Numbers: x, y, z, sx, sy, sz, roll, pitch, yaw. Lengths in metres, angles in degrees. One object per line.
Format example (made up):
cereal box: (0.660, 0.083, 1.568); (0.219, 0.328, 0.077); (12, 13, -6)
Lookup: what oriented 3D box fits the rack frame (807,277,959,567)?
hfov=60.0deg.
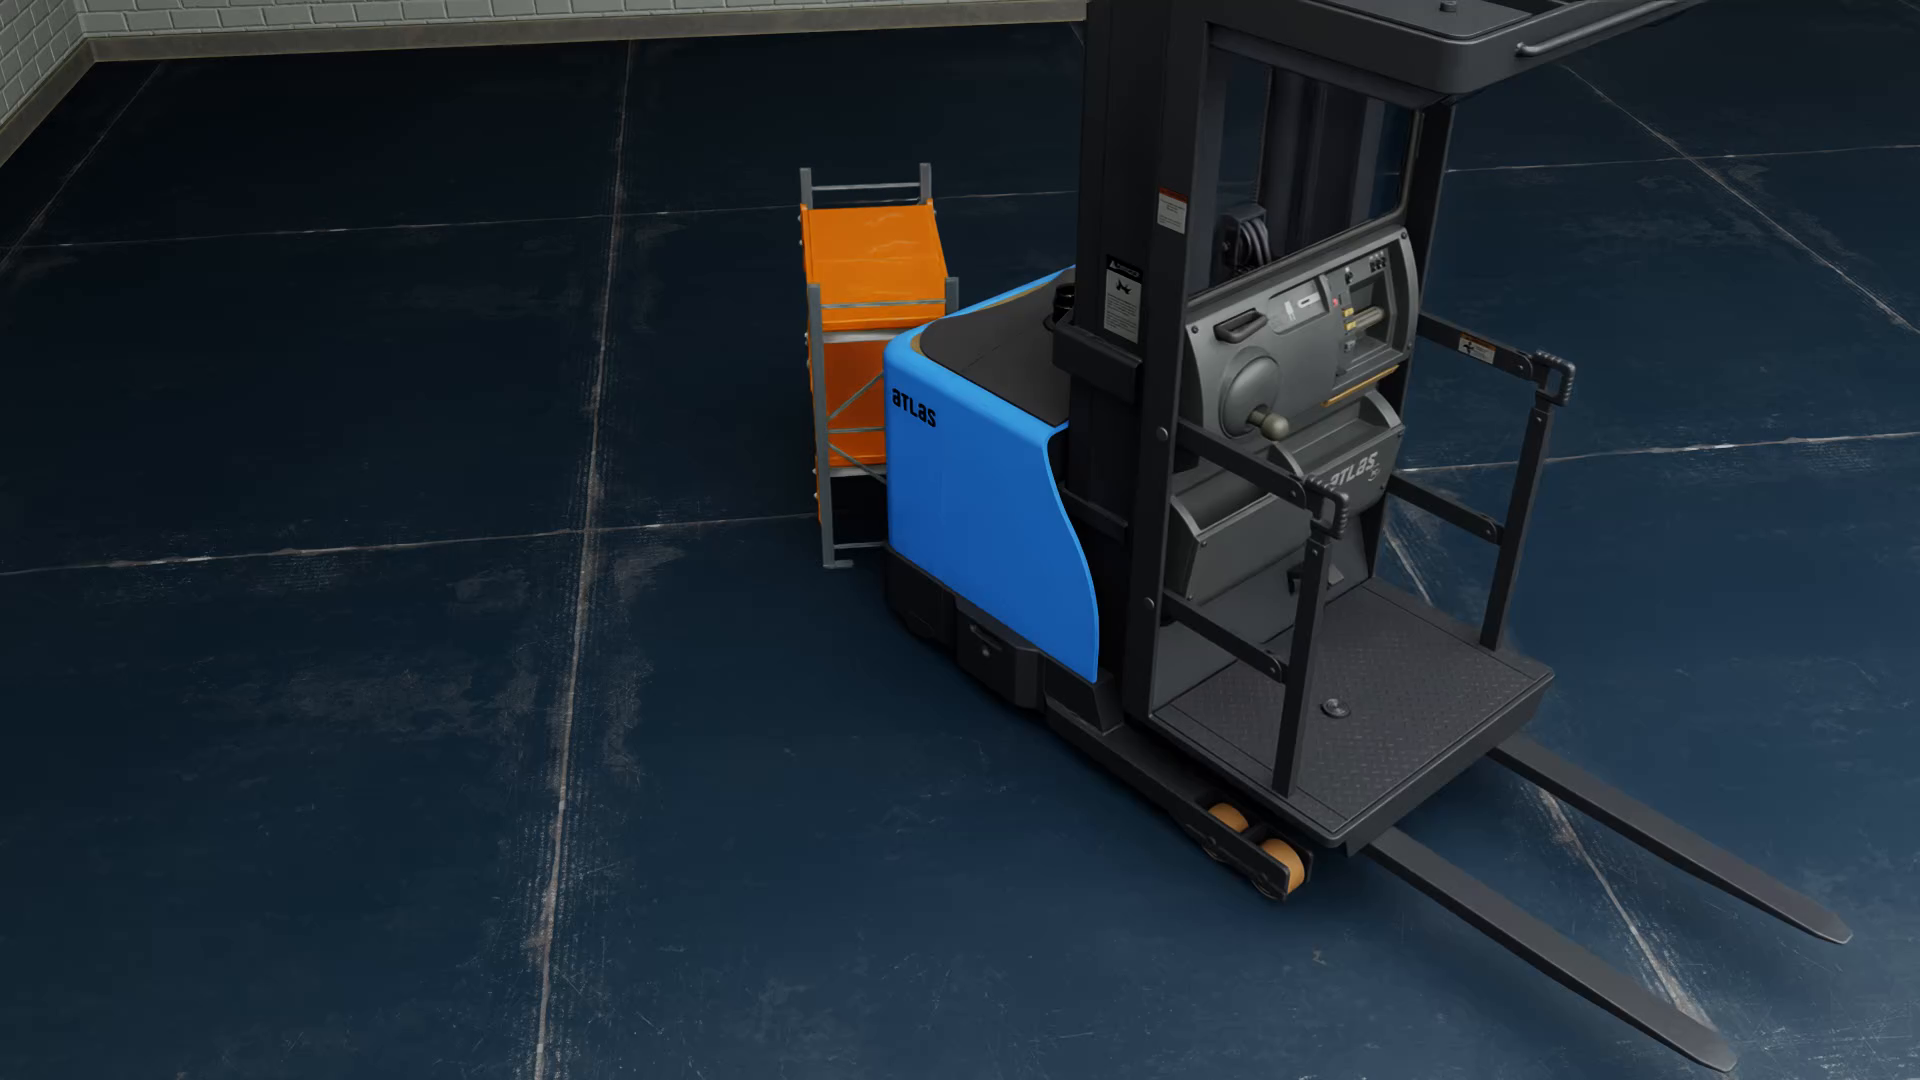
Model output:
rack frame: (-0.254, -0.388, 5.820); (0.500, 1.125, 0.032); (-3, 34, -5)

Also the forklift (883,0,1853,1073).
forklift: (1.088, -0.515, 4.402); (1.130, 2.935, 3.031); (-26, 42, -33)

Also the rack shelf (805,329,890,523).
rack shelf: (-0.308, -0.471, 6.376); (0.538, 0.278, 1.000); (-3, 34, -5)

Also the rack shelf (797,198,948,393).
rack shelf: (-0.308, -0.914, 6.073); (0.538, 0.278, 1.000); (-3, 34, -5)

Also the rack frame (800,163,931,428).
rack frame: (-0.361, -0.957, 6.656); (0.500, 1.125, 0.032); (-3, 34, -5)

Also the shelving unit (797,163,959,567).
shelving unit: (-0.308, -0.673, 6.238); (0.538, 1.125, 1.048); (-3, 34, -5)
